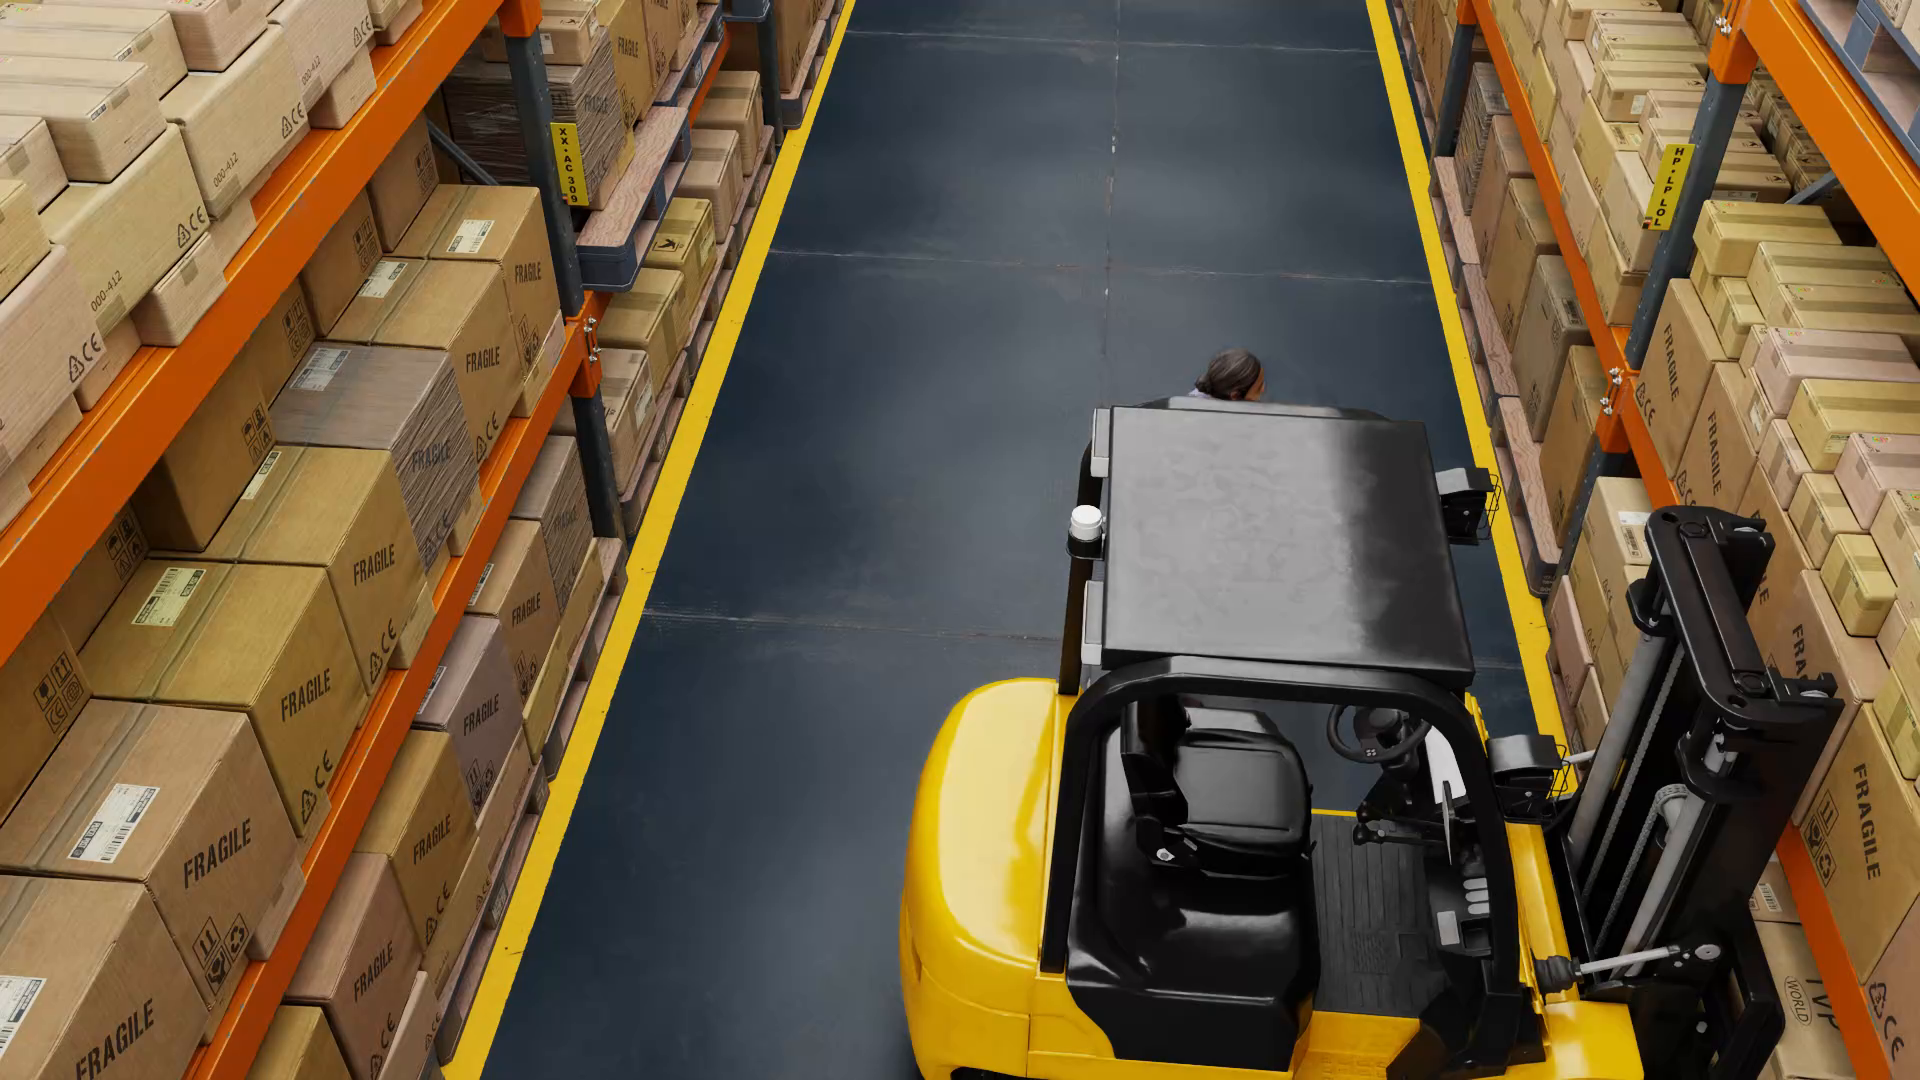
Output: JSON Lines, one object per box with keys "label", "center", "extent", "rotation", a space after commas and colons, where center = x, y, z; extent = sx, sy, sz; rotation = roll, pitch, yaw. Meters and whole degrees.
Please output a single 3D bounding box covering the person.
{"label": "person", "center": [0.895, -0.027, 6.226], "extent": [0.559, 1.625, 0.436], "rotation": [3, 40, 3]}
